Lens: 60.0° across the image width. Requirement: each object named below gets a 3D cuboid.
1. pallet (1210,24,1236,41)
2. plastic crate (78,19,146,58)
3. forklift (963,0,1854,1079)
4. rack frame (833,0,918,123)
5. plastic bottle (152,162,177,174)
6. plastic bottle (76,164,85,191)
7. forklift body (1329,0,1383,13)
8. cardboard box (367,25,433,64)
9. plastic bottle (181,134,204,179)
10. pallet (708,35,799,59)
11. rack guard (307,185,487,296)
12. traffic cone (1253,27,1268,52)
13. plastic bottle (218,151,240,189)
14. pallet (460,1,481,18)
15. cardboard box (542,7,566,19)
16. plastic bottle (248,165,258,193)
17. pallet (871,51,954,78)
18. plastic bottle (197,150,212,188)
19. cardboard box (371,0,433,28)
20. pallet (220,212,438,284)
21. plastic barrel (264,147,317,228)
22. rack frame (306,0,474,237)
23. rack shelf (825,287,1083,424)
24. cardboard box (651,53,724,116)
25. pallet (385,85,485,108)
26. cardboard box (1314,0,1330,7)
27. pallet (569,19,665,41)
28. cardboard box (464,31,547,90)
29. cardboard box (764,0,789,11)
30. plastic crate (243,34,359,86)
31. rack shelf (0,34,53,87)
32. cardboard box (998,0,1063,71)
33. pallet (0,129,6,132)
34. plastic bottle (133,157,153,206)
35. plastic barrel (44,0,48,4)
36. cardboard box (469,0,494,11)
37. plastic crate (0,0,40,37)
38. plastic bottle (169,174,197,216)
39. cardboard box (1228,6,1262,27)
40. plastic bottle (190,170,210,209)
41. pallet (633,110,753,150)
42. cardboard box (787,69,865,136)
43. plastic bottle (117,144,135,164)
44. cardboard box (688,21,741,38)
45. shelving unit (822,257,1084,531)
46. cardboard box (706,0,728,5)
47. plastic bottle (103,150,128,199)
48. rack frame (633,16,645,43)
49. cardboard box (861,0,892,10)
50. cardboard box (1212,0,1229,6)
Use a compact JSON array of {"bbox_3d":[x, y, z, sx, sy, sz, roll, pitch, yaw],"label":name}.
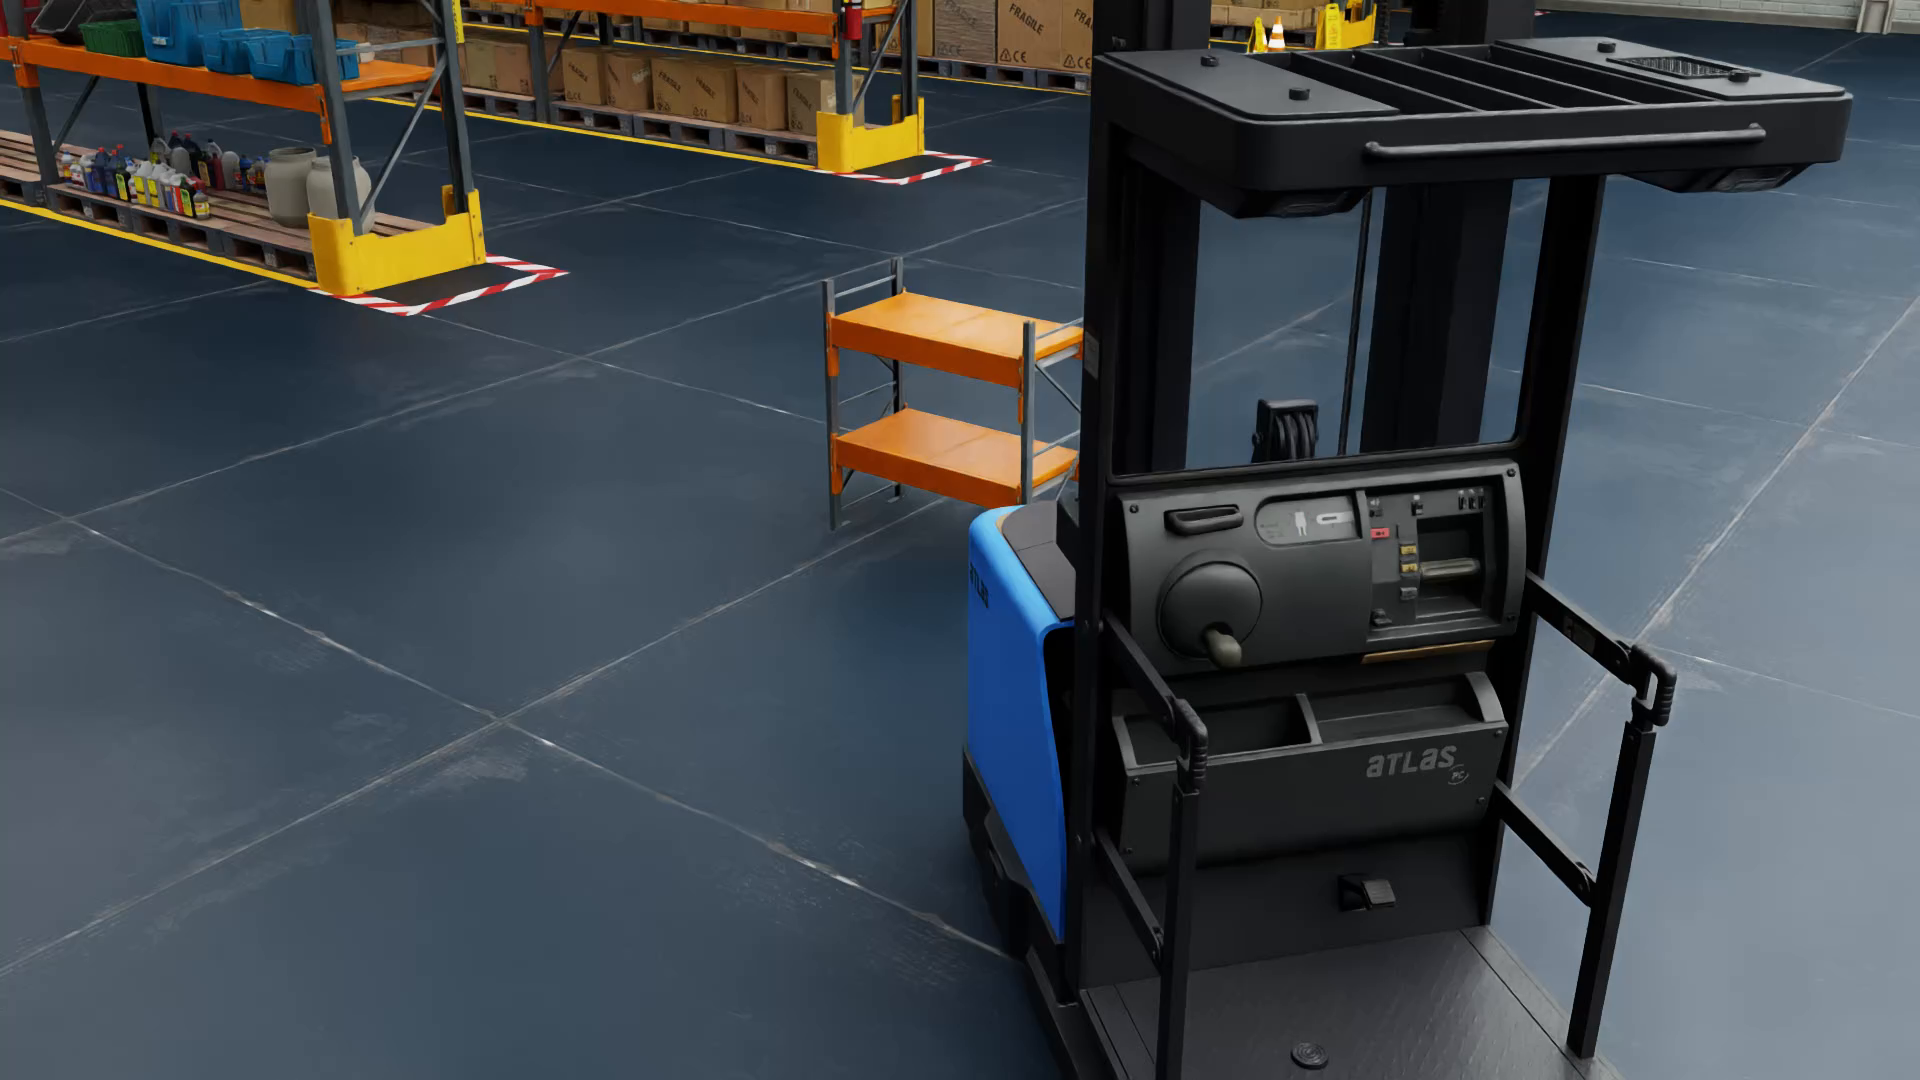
[{"bbox_3d":[3.551,-7.222,23.379,1.213,0.211,1.003,17,29,33],"label":"pallet"},{"bbox_3d":[-5.985,-3.632,12.036,0.662,0.188,0.450,17,29,33],"label":"plastic crate"},{"bbox_3d":[0.852,0.082,3.430,1.130,2.935,3.031,-6,24,-12],"label":"forklift"},{"bbox_3d":[-0.731,-4.779,14.377,0.127,3.000,1.000,17,29,33],"label":"rack frame"},{"bbox_3d":[-5.945,-2.680,12.444,0.135,0.276,0.152,17,29,33],"label":"plastic bottle"},{"bbox_3d":[-6.747,-2.801,12.813,0.097,0.201,0.097,0,24,0],"label":"plastic bottle"},{"bbox_3d":[5.575,-9.060,25.146,1.214,2.155,2.313,17,29,33],"label":"forklift body"},{"bbox_3d":[-6.133,-5.486,18.534,0.500,0.500,0.700,14,27,29],"label":"cardboard box"},{"bbox_3d":[-6.061,-3.028,13.143,0.185,0.351,0.144,15,28,31],"label":"plastic bottle"},{"bbox_3d":[-2.519,-6.503,21.748,1.213,0.211,1.003,17,29,33],"label":"pallet"},{"bbox_3d":[-3.791,-2.040,11.261,0.348,0.500,1.175,17,29,33],"label":"rack guard"},{"bbox_3d":[3.701,-6.063,20.437,0.334,0.463,0.336,17,29,33],"label":"traffic cone"},{"bbox_3d":[-5.674,-2.875,12.888,0.135,0.276,0.152,17,29,34],"label":"plastic bottle"},{"bbox_3d":[-7.836,-8.132,25.444,1.213,0.211,1.003,17,29,33],"label":"pallet"},{"bbox_3d":[-5.606,-7.662,23.499,0.500,0.500,0.500,15,28,31],"label":"cardboard box"},{"bbox_3d":[-5.399,-2.772,12.746,0.097,0.201,0.097,0,24,0],"label":"plastic bottle"},{"bbox_3d":[-0.315,-5.837,20.236,1.213,0.211,1.003,17,29,33],"label":"pallet"},{"bbox_3d":[-5.843,-2.880,12.890,0.133,0.283,0.061,17,29,33],"label":"plastic bottle"},{"bbox_3d":[-6.148,-5.837,18.402,0.500,0.250,0.500,21,31,39],"label":"cardboard box"},{"bbox_3d":[-4.437,-2.106,11.769,1.213,0.211,1.003,17,29,33],"label":"pallet"},{"bbox_3d":[-4.675,-2.490,11.747,0.421,0.512,0.421,0,24,0],"label":"plastic barrel"},{"bbox_3d":[-3.702,-3.181,10.750,0.127,3.000,1.000,17,29,33],"label":"rack frame"},{"bbox_3d":[-0.005,-0.784,6.909,1.000,0.278,0.538,17,29,33],"label":"rack shelf"},{"bbox_3d":[-2.629,-4.424,16.150,0.500,0.500,0.500,14,27,29],"label":"cardboard box"},{"bbox_3d":[-5.536,-4.953,18.229,1.213,0.211,1.003,17,29,33],"label":"pallet"},{"bbox_3d":[4.713,-7.543,22.610,0.500,0.500,0.500,16,28,32],"label":"cardboard box"},{"bbox_3d":[-4.701,-7.203,23.336,1.213,0.211,1.003,17,29,33],"label":"pallet"},{"bbox_3d":[-4.781,-5.081,17.615,0.500,0.500,0.700,17,29,33],"label":"cardboard box"},{"bbox_3d":[-1.513,-4.771,14.670,0.250,0.149,0.380,17,29,33],"label":"cardboard box"},{"bbox_3d":[-4.282,-3.138,10.835,0.616,0.251,0.499,17,29,33],"label":"plastic crate"},{"bbox_3d":[-8.503,-4.303,14.188,4.000,0.370,1.077,17,29,33],"label":"rack shelf"},{"bbox_3d":[1.037,-5.930,19.102,0.875,0.875,0.875,16,29,32],"label":"cardboard box"},{"bbox_3d":[-9.506,-3.640,15.249,1.213,0.211,1.003,17,29,33],"label":"pallet"},{"bbox_3d":[-6.014,-2.660,12.307,0.185,0.351,0.144,17,29,33],"label":"plastic bottle"},{"bbox_3d":[-7.030,-4.569,13.278,0.708,0.901,0.600,17,29,33],"label":"plastic barrel"},{"bbox_3d":[-6.845,-8.041,24.359,0.500,0.500,0.500,18,30,35],"label":"cardboard box"},{"bbox_3d":[-7.473,-4.196,12.974,0.583,0.464,0.402,17,29,33],"label":"plastic crate"},{"bbox_3d":[-5.619,-2.508,12.055,0.135,0.276,0.152,17,29,34],"label":"plastic bottle"},{"bbox_3d":[3.995,-7.147,22.640,0.500,0.250,0.500,17,29,33],"label":"cardboard box"},{"bbox_3d":[-5.556,-2.546,12.132,0.133,0.283,0.061,17,29,33],"label":"plastic bottle"},{"bbox_3d":[-2.393,-4.024,16.122,1.213,0.211,1.003,17,29,33],"label":"pallet"},{"bbox_3d":[-1.221,-3.984,15.151,0.500,0.500,0.500,-20,31,-38],"label":"cardboard box"},{"bbox_3d":[-6.419,-2.855,12.749,0.185,0.351,0.144,17,29,33],"label":"plastic bottle"},{"bbox_3d":[-2.942,-7.066,21.835,0.750,0.750,1.050,17,29,34],"label":"cardboard box"},{"bbox_3d":[-0.005,-0.516,7.027,1.048,1.125,0.538,17,29,33],"label":"shelving unit"},{"bbox_3d":[-2.093,-4.963,15.106,0.250,0.149,0.380,17,29,33],"label":"cardboard box"},{"bbox_3d":[-6.354,-2.763,12.540,0.185,0.351,0.144,15,28,31],"label":"plastic bottle"},{"bbox_3d":[-4.077,-8.289,22.344,0.127,3.000,1.000,17,29,33],"label":"rack frame"},{"bbox_3d":[-0.816,-4.810,14.758,0.250,0.149,0.380,17,29,33],"label":"cardboard box"},{"bbox_3d":[3.596,-7.613,22.767,0.500,0.500,0.500,16,28,32],"label":"cardboard box"}]
